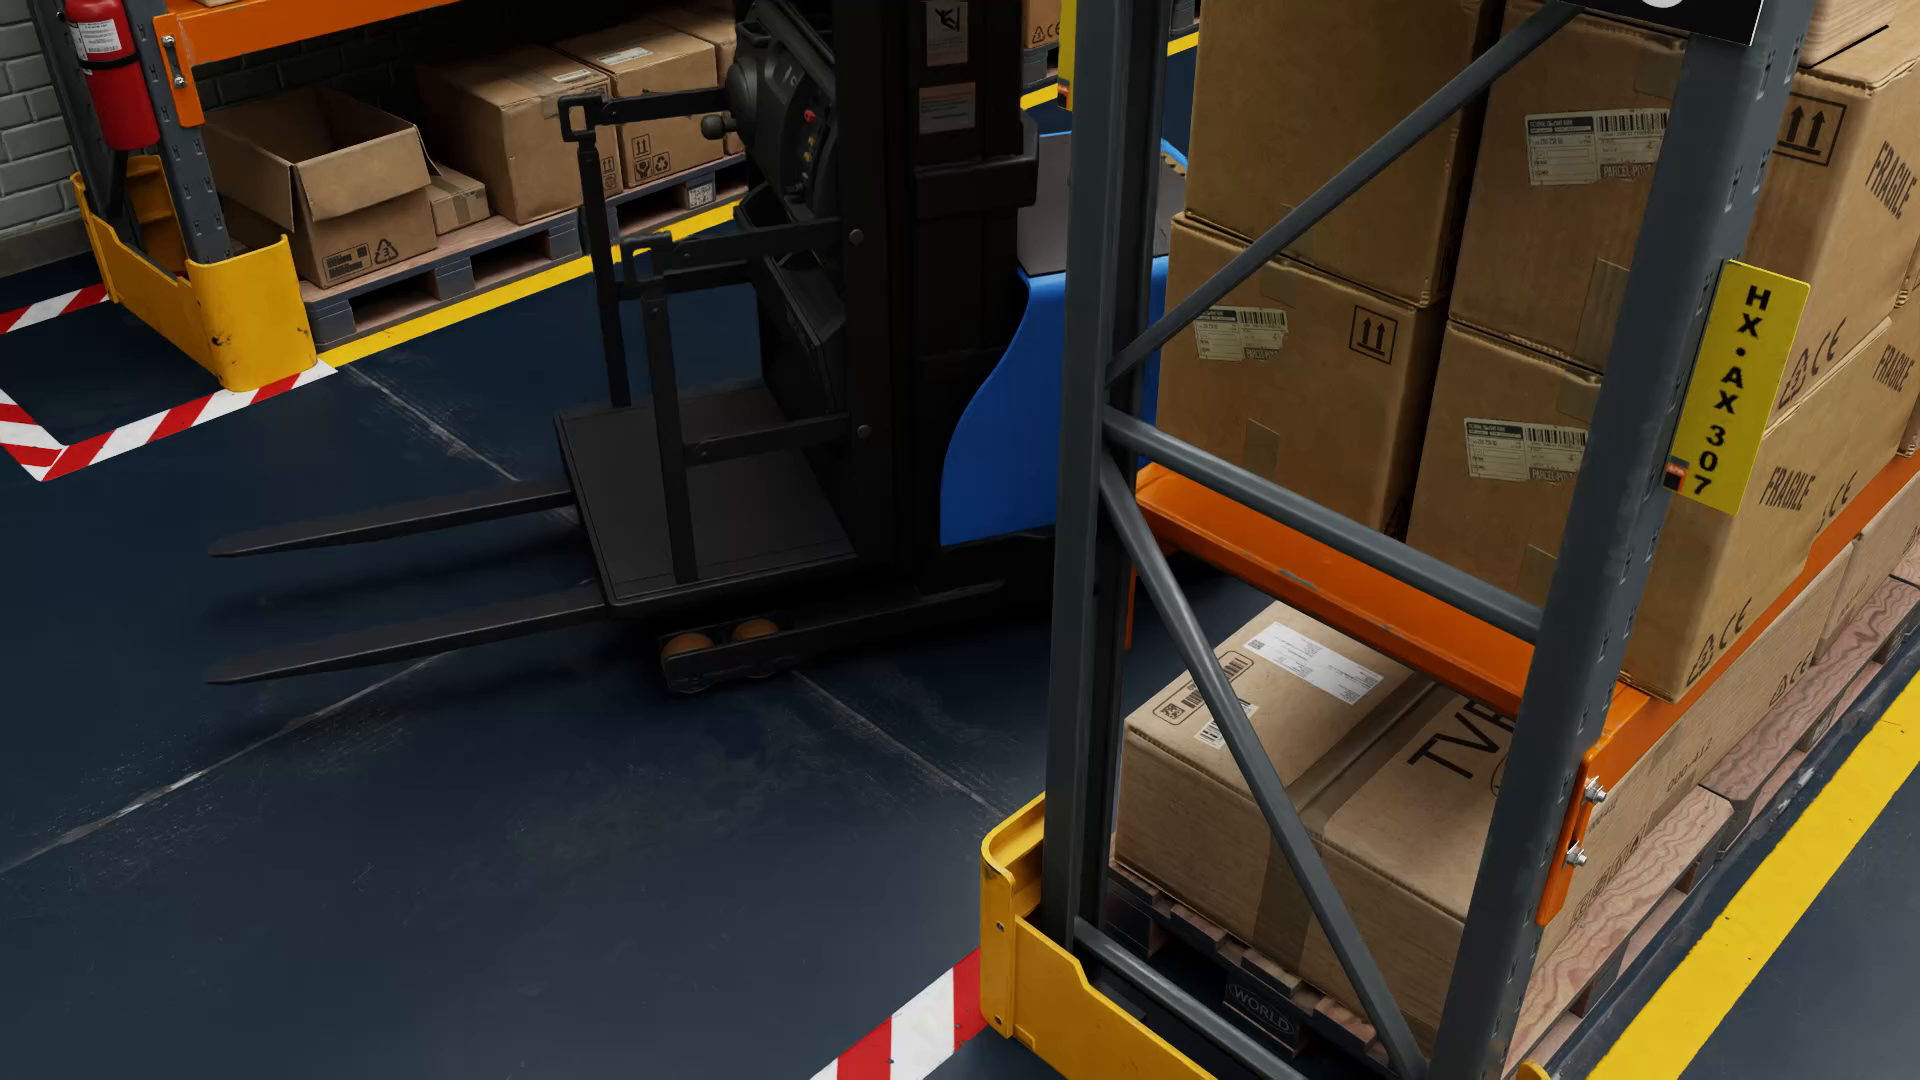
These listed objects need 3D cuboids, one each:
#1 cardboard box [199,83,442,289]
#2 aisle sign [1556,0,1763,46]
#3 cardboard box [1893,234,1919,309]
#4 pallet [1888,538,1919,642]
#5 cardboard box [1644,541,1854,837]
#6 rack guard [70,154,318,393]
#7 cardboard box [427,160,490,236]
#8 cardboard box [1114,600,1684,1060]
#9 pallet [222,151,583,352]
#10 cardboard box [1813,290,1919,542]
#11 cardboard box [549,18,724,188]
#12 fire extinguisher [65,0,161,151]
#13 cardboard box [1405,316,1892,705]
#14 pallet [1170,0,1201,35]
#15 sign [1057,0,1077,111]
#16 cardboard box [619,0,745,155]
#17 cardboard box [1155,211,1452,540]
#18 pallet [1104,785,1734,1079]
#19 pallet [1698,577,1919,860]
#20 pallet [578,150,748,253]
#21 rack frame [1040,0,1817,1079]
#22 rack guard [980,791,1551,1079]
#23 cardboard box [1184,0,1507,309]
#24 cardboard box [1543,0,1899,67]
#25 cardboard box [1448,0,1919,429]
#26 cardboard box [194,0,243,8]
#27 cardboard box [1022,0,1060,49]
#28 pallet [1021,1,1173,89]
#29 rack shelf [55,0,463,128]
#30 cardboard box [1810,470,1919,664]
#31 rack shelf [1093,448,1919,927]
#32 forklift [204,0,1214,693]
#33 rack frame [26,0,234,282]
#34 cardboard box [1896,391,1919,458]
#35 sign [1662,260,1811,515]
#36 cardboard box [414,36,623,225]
[{"bbox_3d":[-2.457,-1.381,6.422,0.797,0.503,0.637,28,43,34],"label":"cardboard box"},{"bbox_3d":[0.725,-0.943,1.708,0.394,0.787,0.004,30,45,35],"label":"aisle sign"},{"bbox_3d":[1.469,-0.767,2.766,0.500,0.500,0.500,28,44,34],"label":"cardboard box"},{"bbox_3d":[2.797,-0.226,5.389,1.003,0.211,1.213,30,45,35],"label":"pallet"},{"bbox_3d":[1.603,0.172,4.253,0.875,0.438,0.875,-29,44,-34],"label":"cardboard box"},{"bbox_3d":[-2.902,-1.028,6.286,1.175,0.500,0.348,30,45,35],"label":"rack guard"},{"bbox_3d":[-2.130,-1.392,6.749,0.380,0.149,0.250,28,43,34],"label":"cardboard box"},{"bbox_3d":[0.964,0.547,3.716,0.875,0.438,0.875,28,44,34],"label":"cardboard box"},{"bbox_3d":[-2.341,-1.233,6.834,1.003,0.211,1.213,30,45,35],"label":"pallet"},{"bbox_3d":[1.448,-0.360,3.056,0.500,0.500,0.500,29,44,35],"label":"cardboard box"},{"bbox_3d":[-1.384,-1.885,7.148,0.500,0.500,0.500,-29,44,-35],"label":"cardboard box"},{"bbox_3d":[-2.731,-1.591,5.303,0.296,0.674,0.183,30,45,35],"label":"fire extinguisher"},{"bbox_3d":[1.112,-0.143,2.746,0.500,0.500,0.500,29,44,35],"label":"cardboard box"},{"bbox_3d":[1.269,-3.345,9.862,1.003,0.211,1.213,30,45,35],"label":"pallet"},{"bbox_3d":[0.195,-0.820,2.584,0.100,0.325,0.005,30,45,35],"label":"sign"},{"bbox_3d":[-1.096,-2.132,7.503,0.700,0.500,0.500,28,43,34],"label":"cardboard box"},{"bbox_3d":[0.722,-0.367,3.066,0.500,0.500,0.500,-30,45,-35],"label":"cardboard box"},{"bbox_3d":[1.078,0.765,3.969,1.003,0.211,1.213,30,45,35],"label":"pallet"},{"bbox_3d":[1.937,0.272,4.676,1.003,0.211,1.213,30,45,35],"label":"pallet"},{"bbox_3d":[-1.481,-1.726,7.540,1.003,0.211,1.213,30,45,35],"label":"pallet"},{"bbox_3d":[0.570,-0.023,2.661,1.000,3.000,0.127,30,45,35],"label":"rack frame"},{"bbox_3d":[0.553,1.012,3.362,1.175,0.500,0.348,30,45,35],"label":"rack guard"},{"bbox_3d":[0.741,-0.766,2.764,0.500,0.500,0.500,-28,44,-34],"label":"cardboard box"},{"bbox_3d":[1.016,-0.773,2.207,0.250,0.149,0.380,-29,44,-35],"label":"cardboard box"},{"bbox_3d":[1.110,-0.554,2.461,0.500,0.500,0.500,28,44,34],"label":"cardboard box"},{"bbox_3d":[-2.529,-1.942,5.632,0.380,0.149,0.250,29,44,35],"label":"cardboard box"},{"bbox_3d":[0.364,-2.898,8.602,0.500,0.500,0.500,-28,43,-34],"label":"cardboard box"},{"bbox_3d":[0.409,-2.847,9.149,1.003,0.211,1.213,30,45,35],"label":"pallet"},{"bbox_3d":[-1.546,-2.539,6.897,1.077,0.370,4.000,30,45,35],"label":"rack shelf"},{"bbox_3d":[2.239,-0.193,4.777,0.875,0.438,0.875,28,44,34],"label":"cardboard box"},{"bbox_3d":[1.979,-0.540,4.031,1.077,0.370,4.000,30,45,35],"label":"rack shelf"},{"bbox_3d":[-0.650,-1.117,4.289,3.031,2.935,1.130,-11,36,-16],"label":"forklift"},{"bbox_3d":[-2.955,-2.022,5.527,1.000,3.000,0.127,30,45,35],"label":"rack frame"},{"bbox_3d":[1.820,-0.559,3.342,0.500,0.500,0.500,29,44,35],"label":"cardboard box"},{"bbox_3d":[0.960,-0.185,2.066,0.100,0.325,0.005,30,45,35],"label":"sign"},{"bbox_3d":[-1.827,-1.710,6.898,0.500,0.500,0.700,-28,44,-34],"label":"cardboard box"}]
